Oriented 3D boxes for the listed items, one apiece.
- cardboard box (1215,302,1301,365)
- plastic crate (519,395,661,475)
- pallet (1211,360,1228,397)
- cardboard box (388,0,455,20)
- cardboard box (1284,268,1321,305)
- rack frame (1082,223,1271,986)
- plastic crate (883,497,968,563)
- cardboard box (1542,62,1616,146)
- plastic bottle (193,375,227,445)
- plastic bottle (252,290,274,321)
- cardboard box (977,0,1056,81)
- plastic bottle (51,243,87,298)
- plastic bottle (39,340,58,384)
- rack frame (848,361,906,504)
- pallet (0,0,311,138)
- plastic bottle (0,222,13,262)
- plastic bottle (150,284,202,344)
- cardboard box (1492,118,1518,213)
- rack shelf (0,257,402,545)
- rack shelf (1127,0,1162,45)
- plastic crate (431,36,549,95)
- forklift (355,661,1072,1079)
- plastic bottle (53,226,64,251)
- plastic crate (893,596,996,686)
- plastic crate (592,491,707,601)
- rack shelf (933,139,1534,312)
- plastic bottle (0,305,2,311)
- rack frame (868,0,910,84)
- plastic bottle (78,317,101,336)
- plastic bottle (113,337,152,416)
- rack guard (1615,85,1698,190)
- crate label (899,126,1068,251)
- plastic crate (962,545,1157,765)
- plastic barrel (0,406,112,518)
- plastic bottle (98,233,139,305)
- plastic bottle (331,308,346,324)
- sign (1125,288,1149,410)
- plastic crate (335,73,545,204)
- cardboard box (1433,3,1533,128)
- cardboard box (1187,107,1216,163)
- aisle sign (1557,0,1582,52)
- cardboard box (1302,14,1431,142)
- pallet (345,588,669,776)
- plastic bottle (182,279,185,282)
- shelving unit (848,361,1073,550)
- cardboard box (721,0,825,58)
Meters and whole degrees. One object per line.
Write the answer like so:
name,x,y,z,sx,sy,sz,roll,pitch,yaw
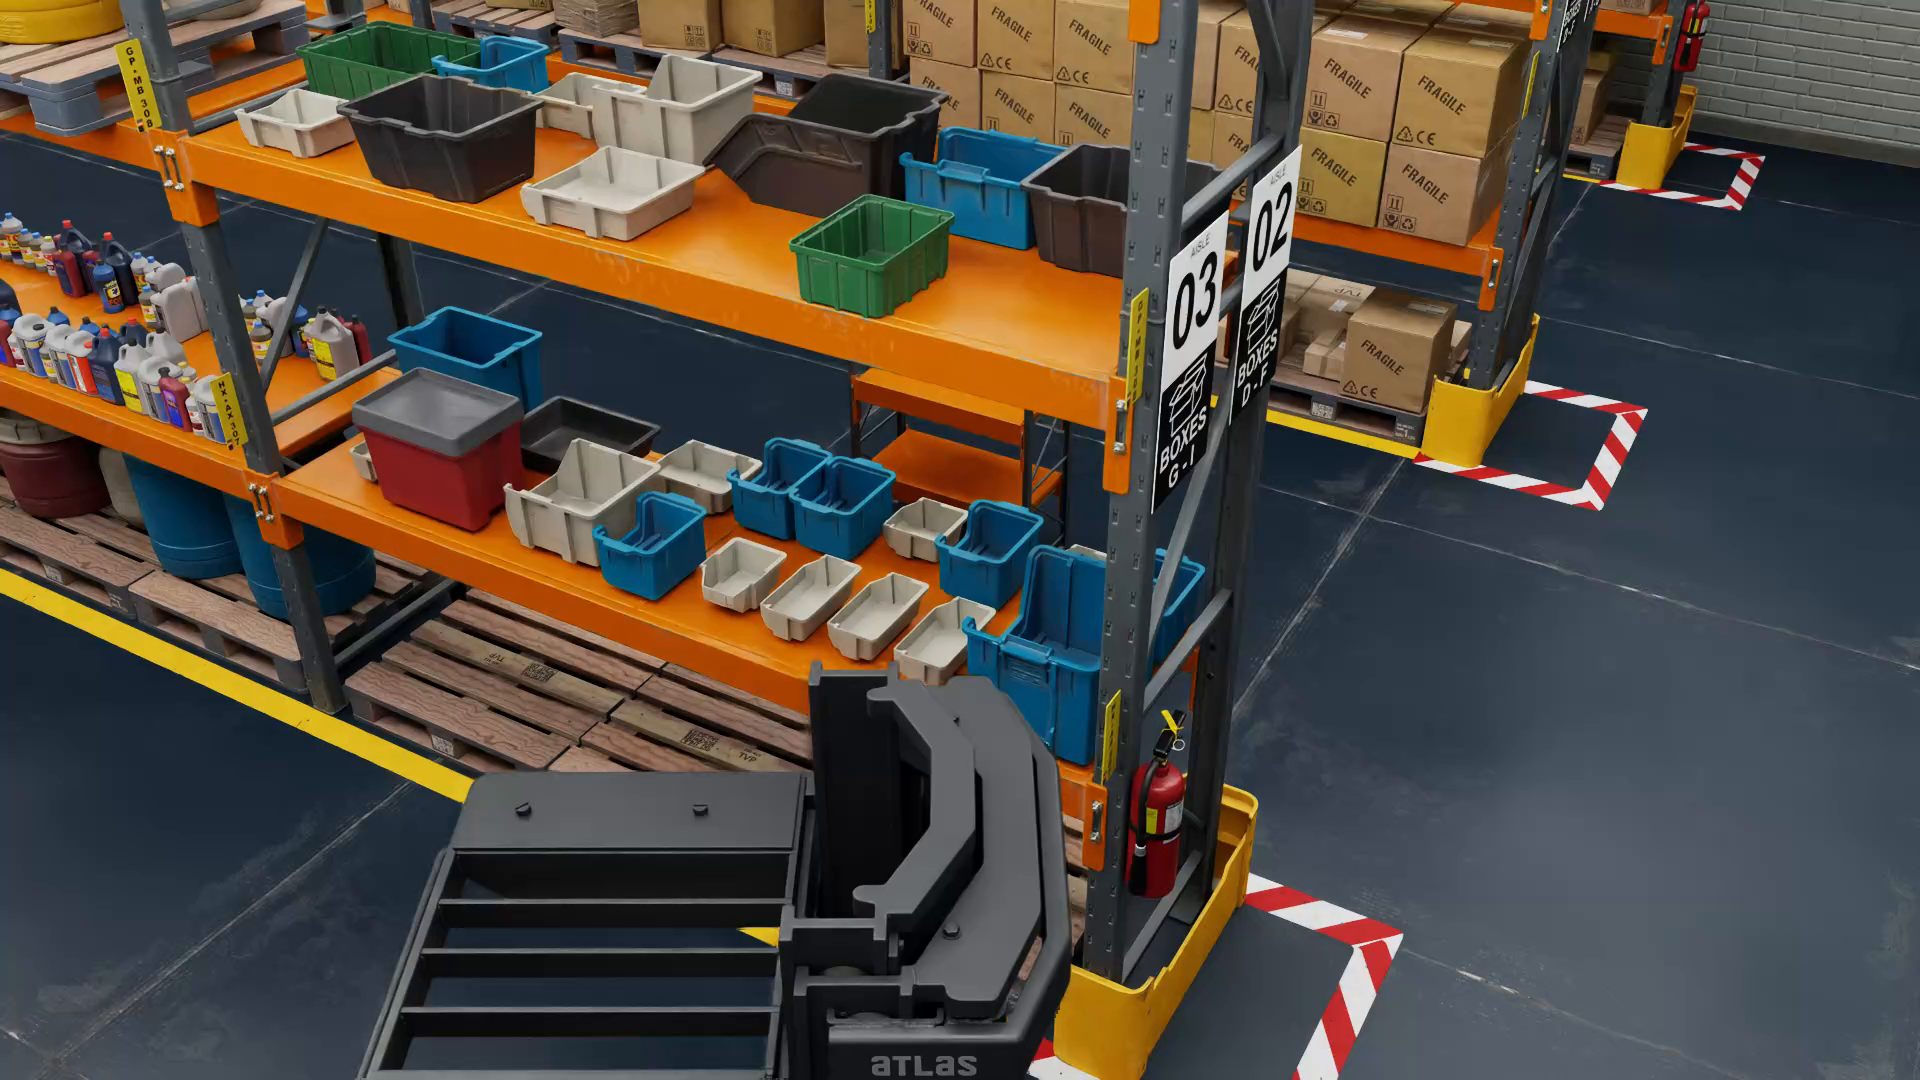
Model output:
cardboard box,1.791,-1.305,10.358,0.500,0.250,0.500,18,37,24
plastic crate,-1.634,-0.409,7.123,0.590,0.125,0.437,18,37,24
pallet,1.381,-1.375,10.895,1.213,0.211,1.003,18,37,24
cardboard box,-4.045,-4.244,12.768,0.500,0.311,0.500,20,39,27
cardboard box,1.995,-1.559,10.740,0.500,0.250,0.500,18,37,24
rack frame,0.734,0.423,5.679,0.127,3.000,1.000,18,37,24
plastic crate,-0.143,-0.033,6.548,0.298,0.136,0.250,18,37,24
cardboard box,4.992,-3.623,13.632,0.500,0.500,0.700,18,37,24
plastic bottle,-3.241,-0.578,7.295,0.135,0.276,0.152,18,37,24
plastic bottle,-3.356,-1.080,8.052,0.097,0.271,0.097,0,34,0
cardboard box,0.440,-3.111,9.994,0.500,0.500,0.500,16,37,23
plastic bottle,-4.568,-1.388,8.504,0.133,0.283,0.061,18,37,24
plastic bottle,-4.228,-0.842,7.758,0.097,0.201,0.097,0,34,0
rack frame,-0.435,-0.606,8.916,0.032,1.125,0.500,18,37,24
pallet,-3.468,-2.015,6.805,1.003,0.211,1.213,18,37,24
plastic bottle,-5.104,-1.604,8.903,0.097,0.201,0.097,0,34,0
plastic bottle,-3.831,-1.117,8.105,0.135,0.276,0.152,18,37,24
cardboard box,2.941,-2.250,9.603,0.500,0.500,0.500,18,38,25
rack shelf,-4.475,-0.928,8.357,4.000,0.370,1.077,18,37,24
rack shelf,-1.002,-2.158,5.153,4.000,0.370,1.077,18,37,24
plastic crate,-1.790,-1.759,6.401,0.300,0.233,0.416,18,37,24
forklift,-0.631,1.673,3.864,3.031,2.935,1.130,0,34,0
plastic bottle,-4.657,-1.508,8.685,0.133,0.283,0.061,18,37,24
plastic crate,-0.064,0.371,5.942,0.243,0.136,0.396,18,37,24
plastic crate,-1.176,0.026,6.372,0.300,0.233,0.416,18,37,24
rack shelf,1.459,-2.210,10.283,4.000,0.370,1.077,18,37,24
plastic bottle,-4.656,-1.055,7.943,0.185,0.351,0.144,18,37,24
rack frame,-0.278,-3.060,10.909,0.127,3.000,1.000,18,37,24
plastic bottle,-4.068,-0.918,7.809,0.097,0.271,0.097,0,34,0
plastic bottle,-3.699,-0.752,7.488,0.185,0.351,0.144,18,37,24
rack guard,5.671,-3.297,13.522,0.348,0.500,1.175,18,37,24
crate label,0.093,-1.173,5.504,0.502,0.251,0.408,18,37,24
plastic crate,0.351,0.381,5.656,0.499,0.435,0.616,18,37,24
plastic barrel,-4.798,-0.511,8.879,0.708,0.588,0.600,18,37,24
plastic bottle,-4.263,-1.385,8.439,0.185,0.351,0.144,18,37,24
plastic bottle,-2.961,-0.971,7.878,0.133,0.283,0.061,18,37,24
sign,0.475,-0.513,4.473,0.005,0.325,0.100,18,37,24
plastic crate,-1.796,-1.398,5.825,0.590,0.269,0.497,18,37,24
cardboard box,2.941,-2.666,9.326,0.500,0.500,0.500,19,38,26
cardboard box,1.351,-2.413,9.848,0.500,0.500,0.500,17,37,24
aisle sign,3.102,-2.875,8.287,0.004,0.787,0.394,18,37,24
cardboard box,2.233,-2.546,9.146,0.500,0.500,0.500,19,38,26
pallet,-2.081,0.667,7.829,1.213,0.211,1.003,18,37,24
plastic bottle,-3.843,-1.205,8.303,0.097,0.201,0.097,0,34,0
shelving unit,0.006,-0.466,8.706,1.048,1.125,0.538,18,37,24
cardboard box,-1.207,-3.673,11.361,0.500,0.500,0.700,24,41,32
